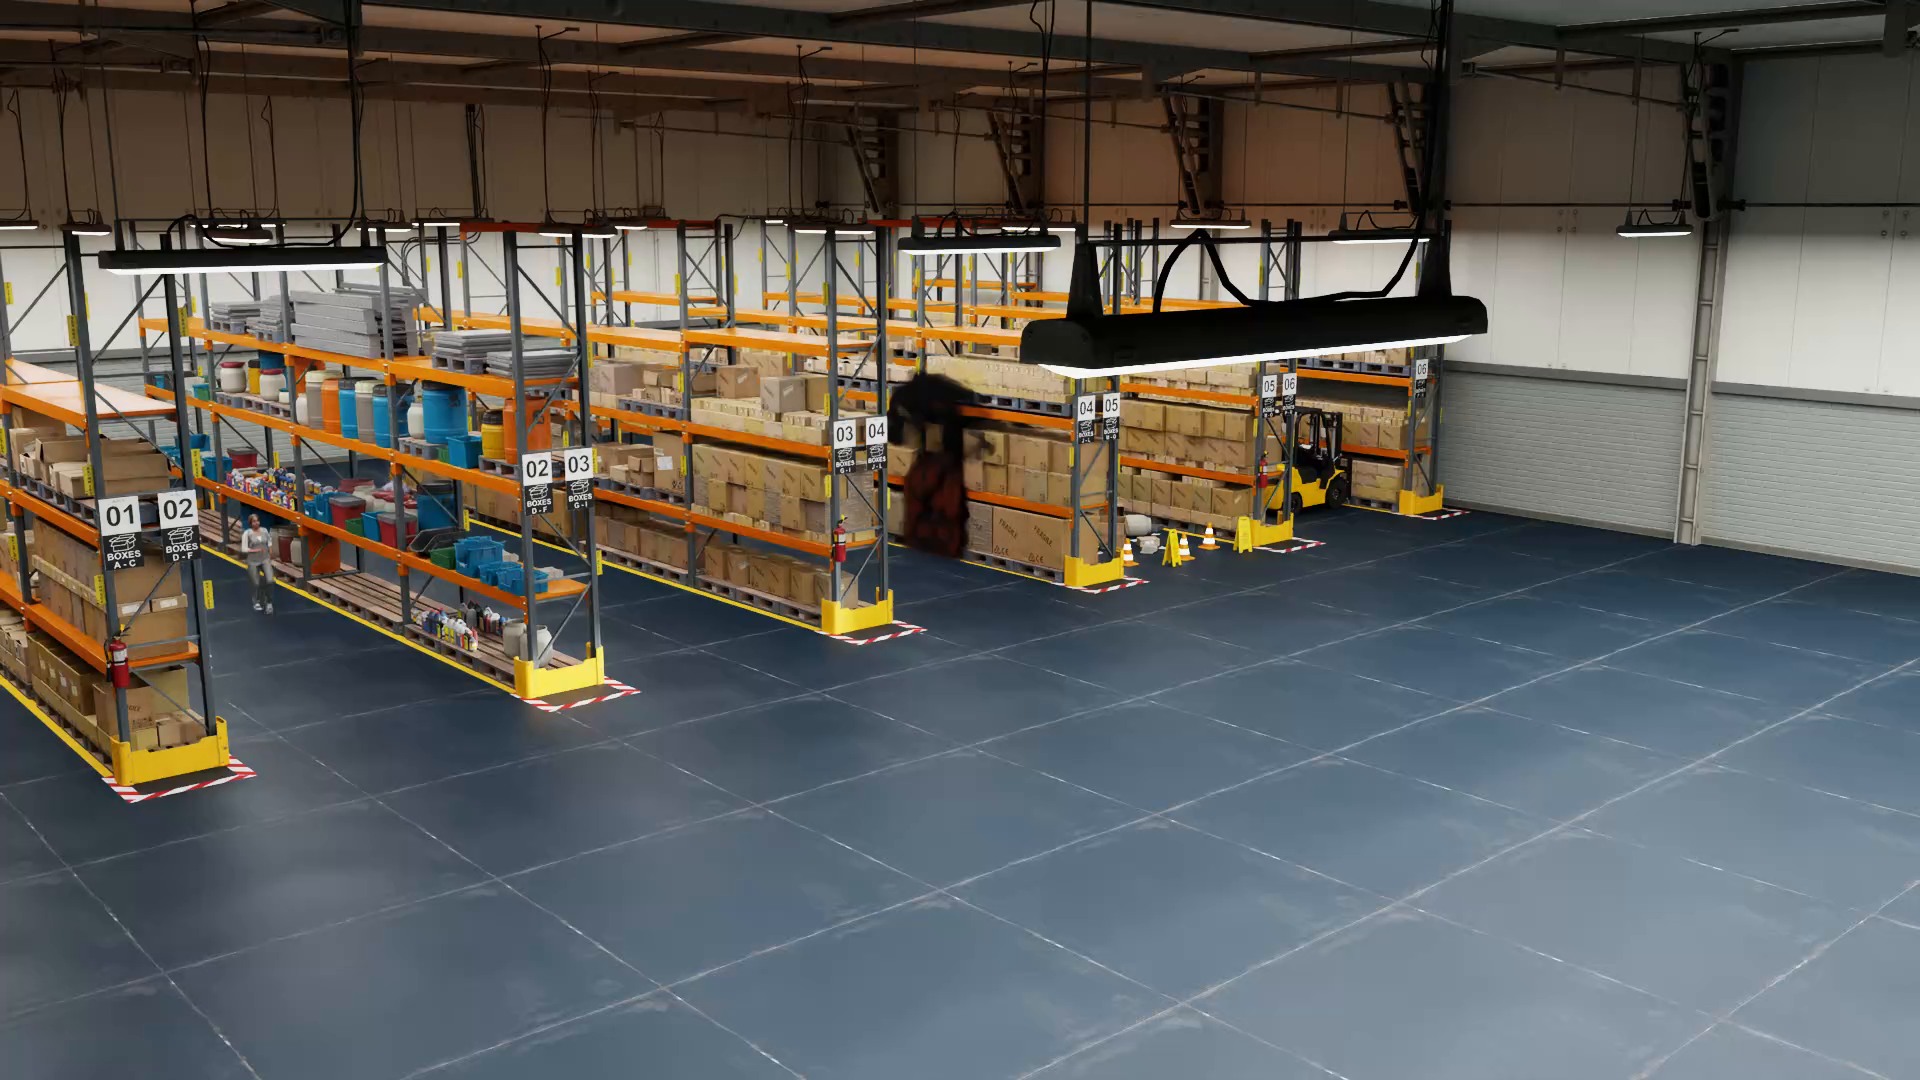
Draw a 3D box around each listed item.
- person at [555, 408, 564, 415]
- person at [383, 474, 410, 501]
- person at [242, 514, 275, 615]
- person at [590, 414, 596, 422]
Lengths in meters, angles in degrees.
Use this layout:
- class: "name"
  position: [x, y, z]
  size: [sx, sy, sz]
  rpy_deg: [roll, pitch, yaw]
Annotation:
- class: "person"
  position: [-9.263, -2.243, 38.612]
  size: [0.705, 1.750, 0.686]
  rpy_deg: [-4, 12, -21]
- class: "person"
  position: [-10.215, -0.510, 30.385]
  size: [0.539, 1.596, 0.600]
  rpy_deg: [9, 15, 39]
- class: "person"
  position: [-10.922, 0.379, 25.944]
  size: [0.508, 1.604, 0.667]
  rpy_deg: [-8, 14, -35]
- class: "person"
  position: [-9.059, -2.648, 40.921]
  size: [0.484, 1.636, 0.709]
  rpy_deg: [-9, 14, -36]
